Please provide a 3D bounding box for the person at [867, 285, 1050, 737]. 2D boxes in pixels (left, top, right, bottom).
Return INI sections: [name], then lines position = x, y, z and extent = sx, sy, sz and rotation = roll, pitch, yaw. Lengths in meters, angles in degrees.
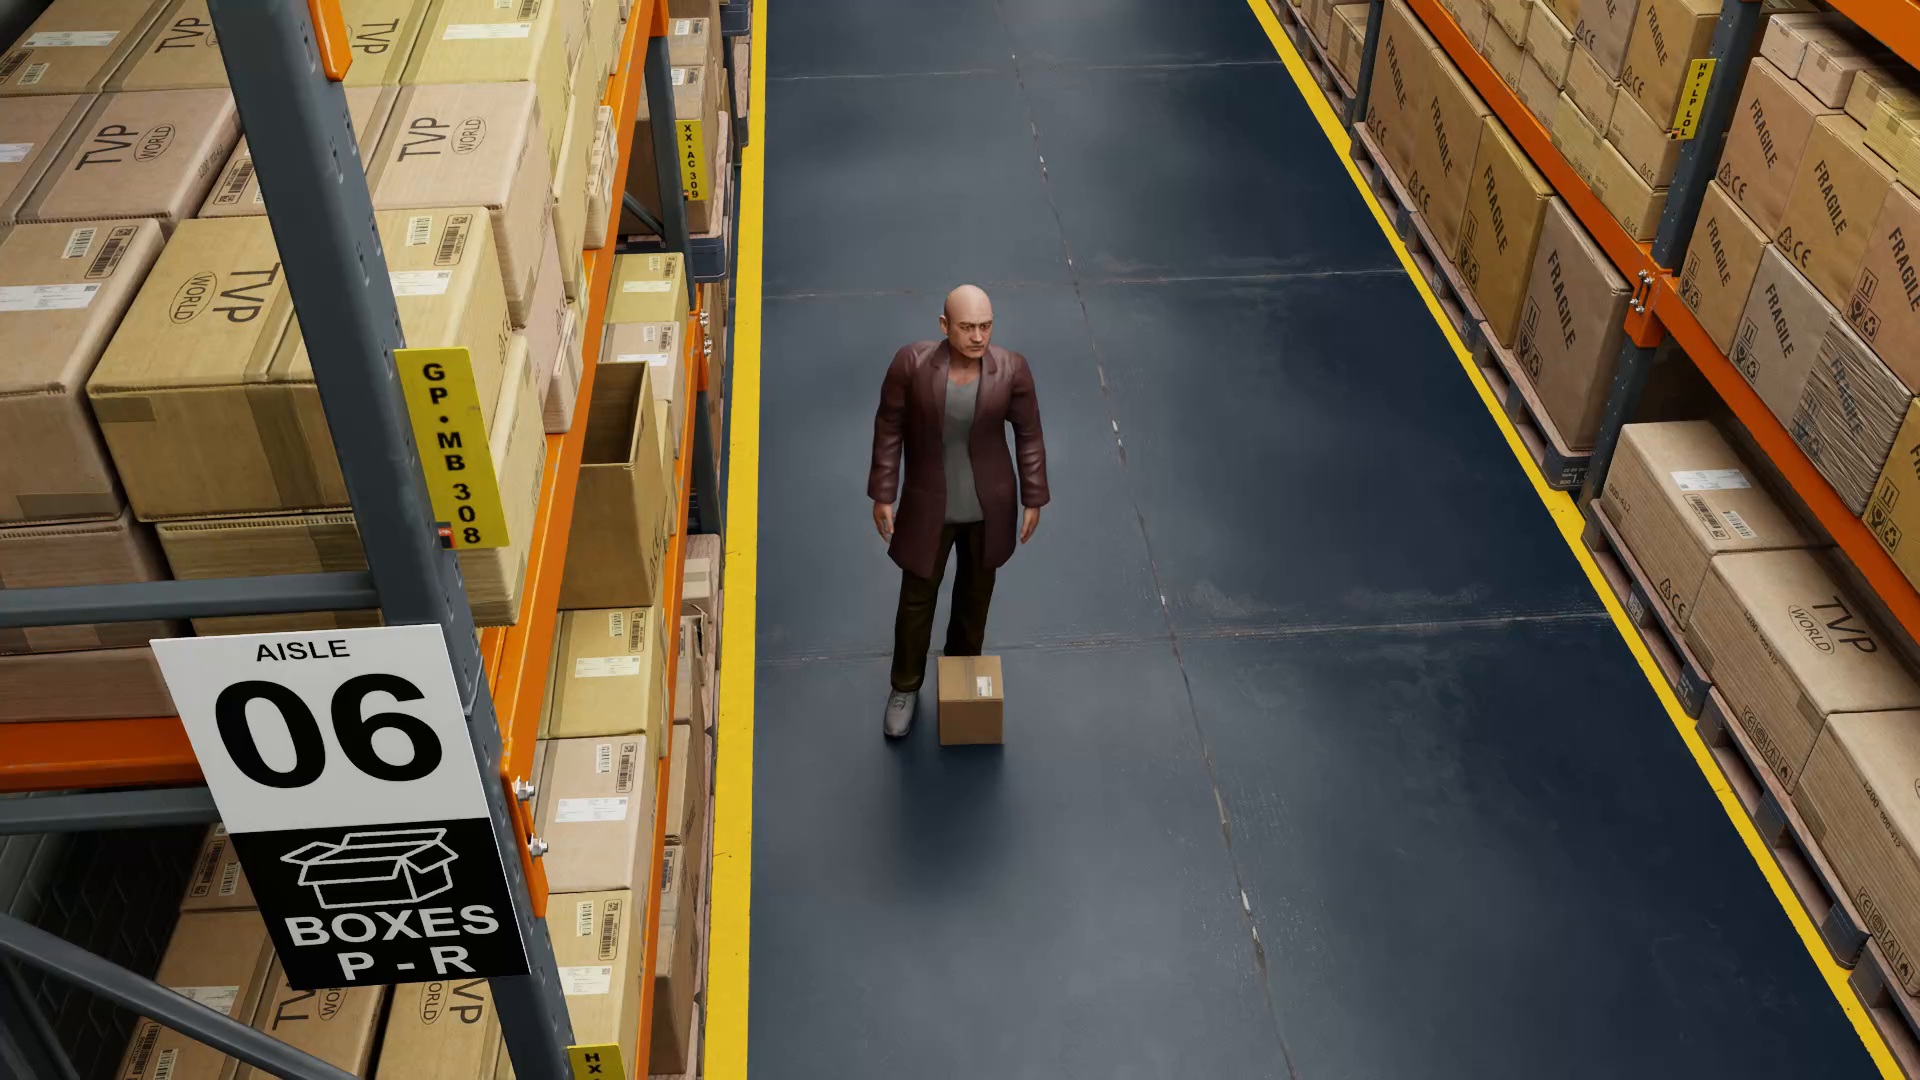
[person]
position = 0.000, -0.086, 6.259
extent = 0.694, 1.776, 0.582
rotation = -3, 39, -3
